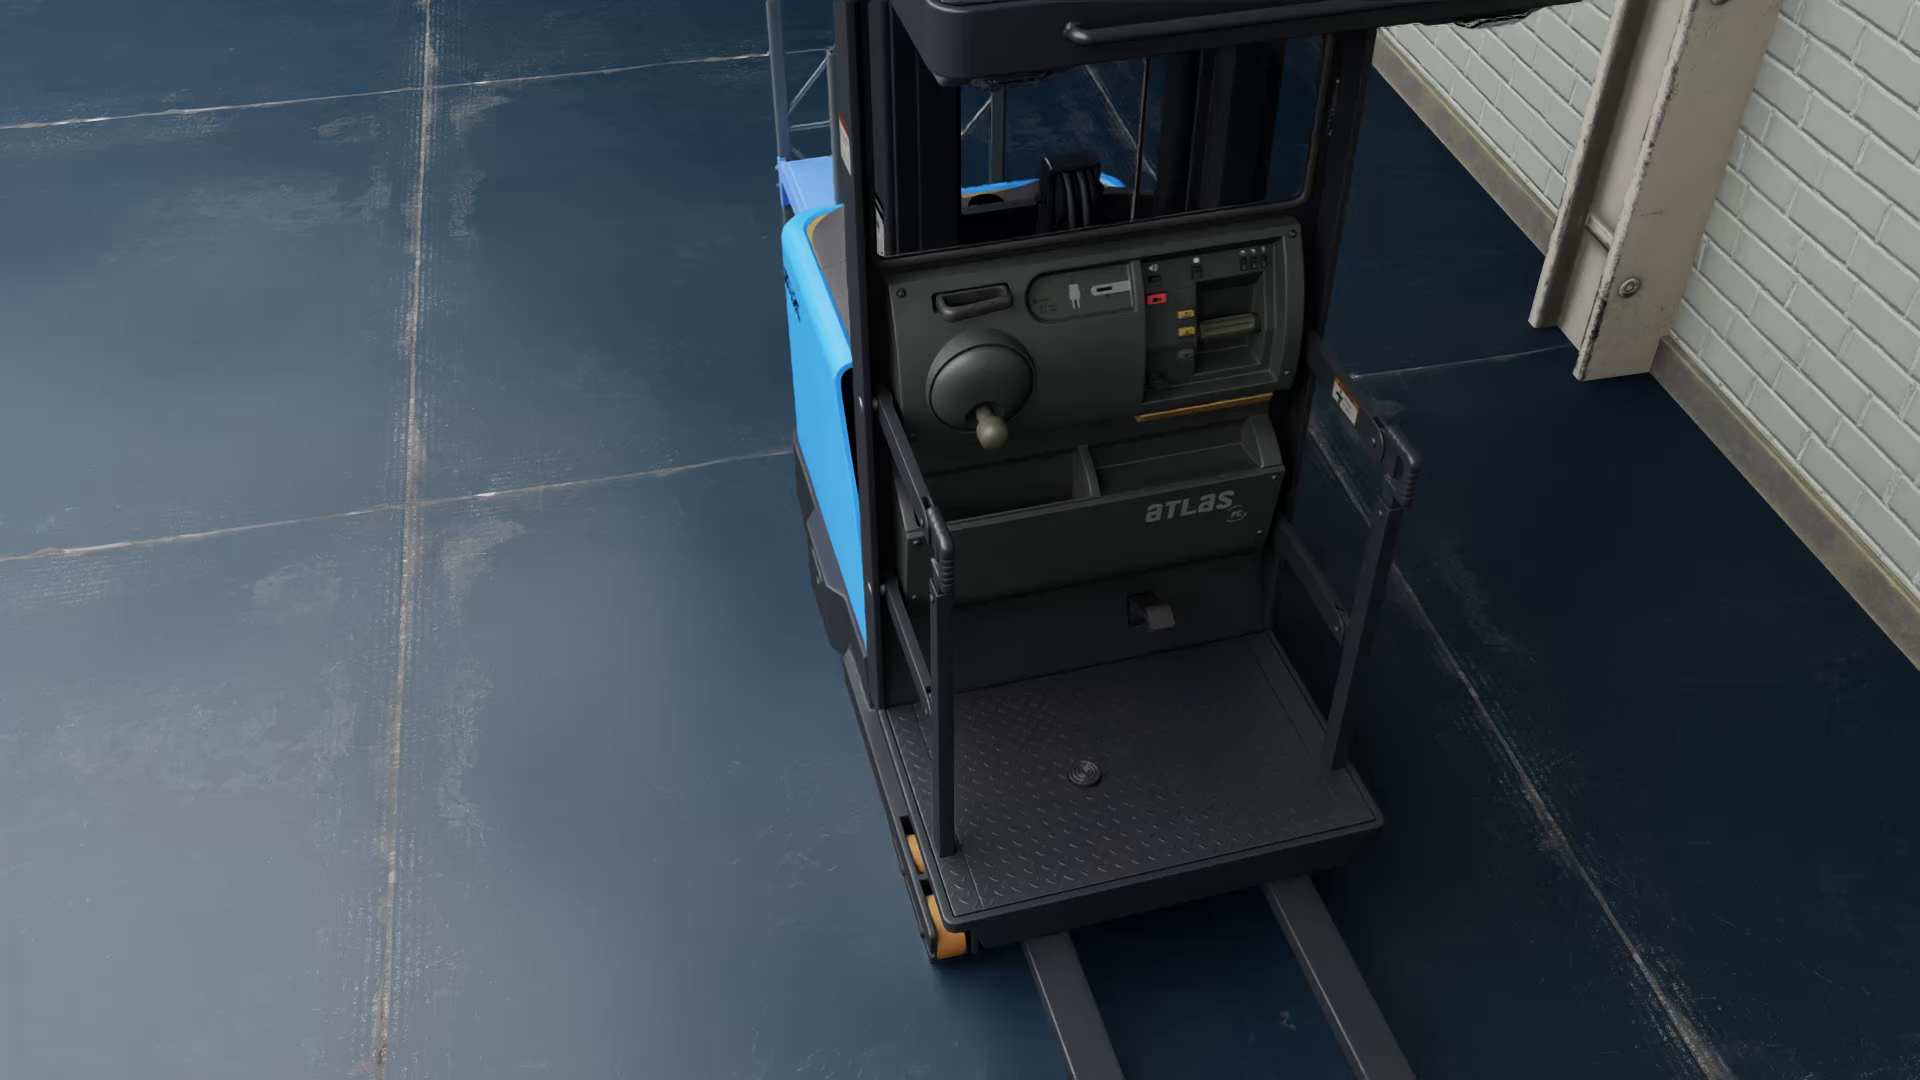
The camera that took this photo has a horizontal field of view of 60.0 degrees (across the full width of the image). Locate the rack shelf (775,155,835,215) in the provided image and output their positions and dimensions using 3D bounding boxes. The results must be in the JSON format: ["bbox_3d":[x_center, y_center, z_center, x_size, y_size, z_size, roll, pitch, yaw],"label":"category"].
[{"bbox_3d":[-0.252,-0.984,5.500,0.538,0.185,1.000,-10,43,-11],"label":"rack shelf"}]

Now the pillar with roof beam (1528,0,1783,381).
[{"bbox_3d":[-1.905,-3.460,2.370,9.100,9.000,0.400,-8,42,-9],"label":"pillar with roof beam"}]

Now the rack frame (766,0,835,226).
[{"bbox_3d":[-0.387,-1.444,5.747,0.500,1.500,0.032,-10,43,-11],"label":"rack frame"}]

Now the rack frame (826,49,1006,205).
[{"bbox_3d":[-0.116,-0.793,5.014,0.500,1.500,0.032,-10,43,-11],"label":"rack frame"}]

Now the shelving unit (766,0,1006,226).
[{"bbox_3d":[-0.252,-1.118,5.380,0.538,1.500,1.048,-10,43,-11],"label":"shelving unit"}]

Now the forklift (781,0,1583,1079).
[{"bbox_3d":[0.367,-0.362,3.450,1.130,2.935,3.031,-10,43,-11],"label":"forklift"}]
